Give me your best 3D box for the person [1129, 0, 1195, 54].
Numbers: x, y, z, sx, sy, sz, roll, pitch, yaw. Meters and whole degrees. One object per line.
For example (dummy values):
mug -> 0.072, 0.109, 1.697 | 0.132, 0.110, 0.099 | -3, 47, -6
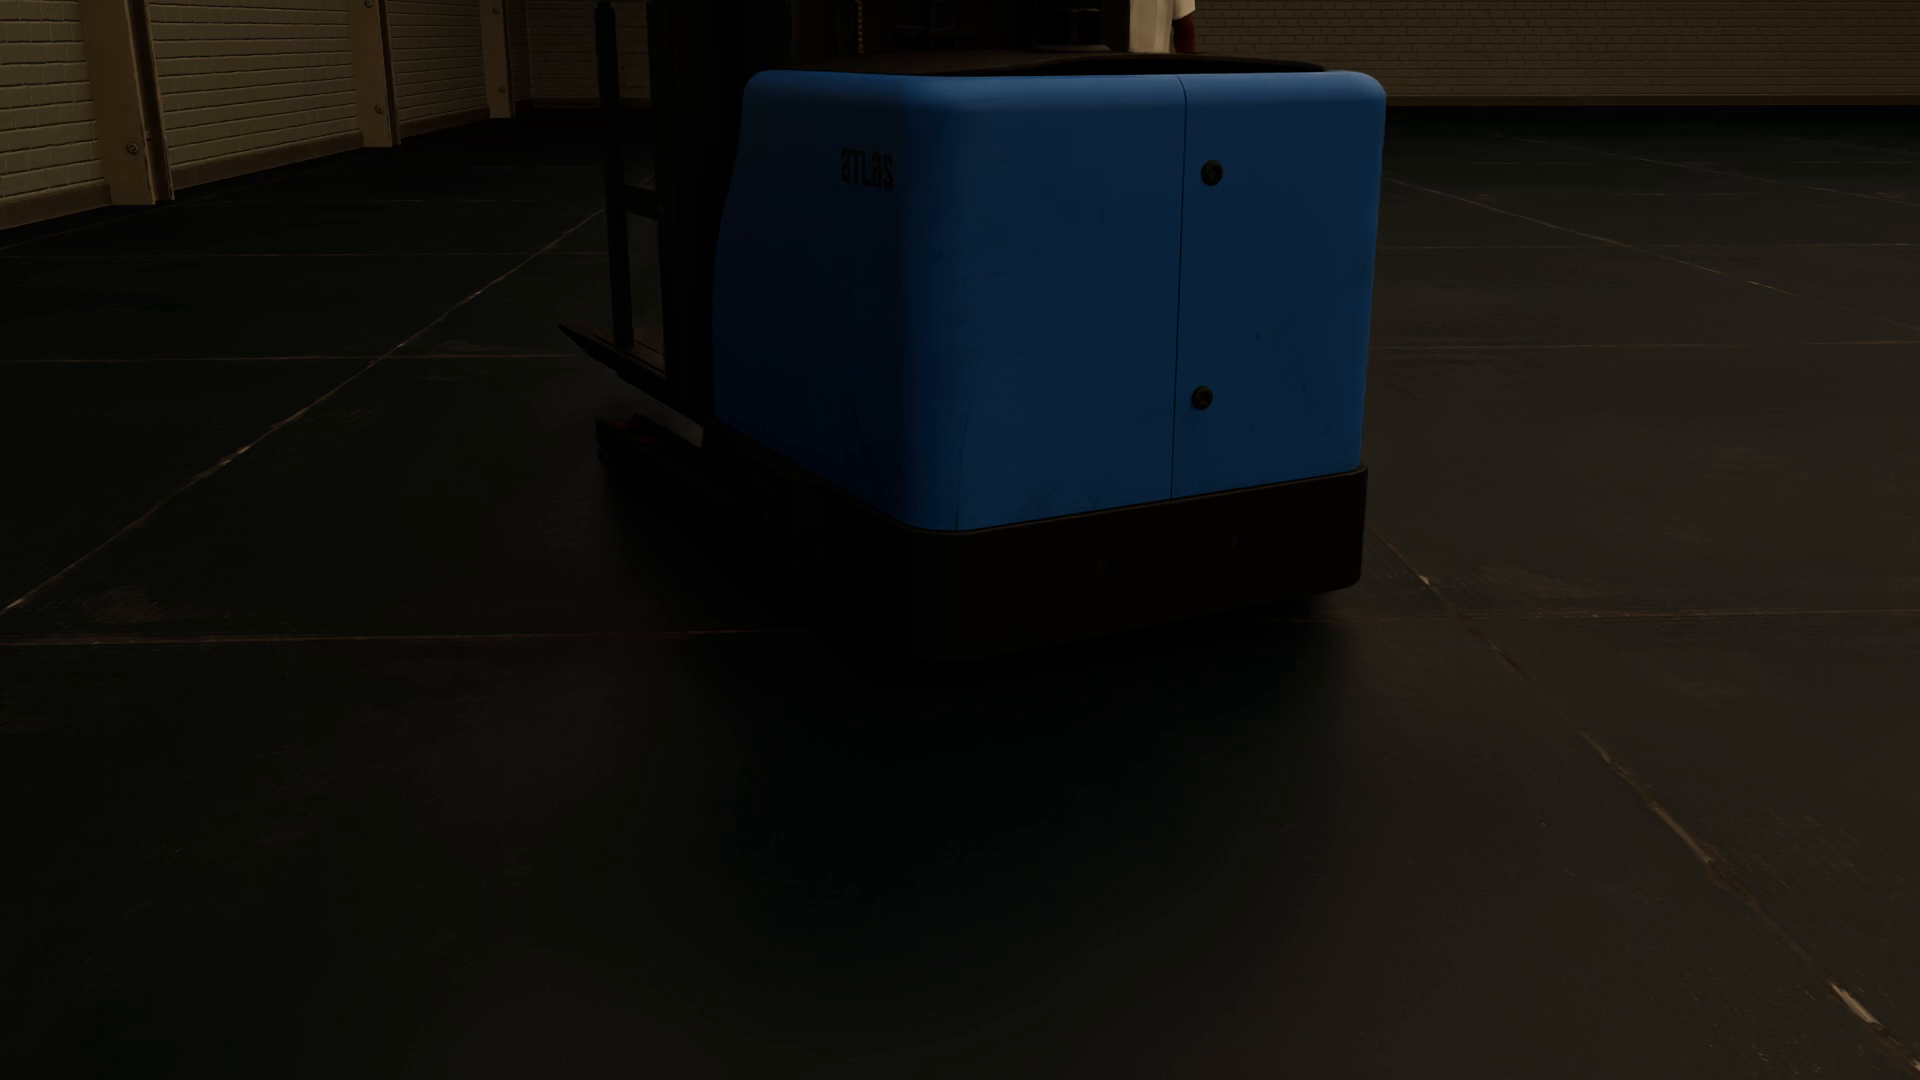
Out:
person -> 0.616, -1.830, 6.856 | 0.666, 1.766, 0.577 | -3, 17, -11

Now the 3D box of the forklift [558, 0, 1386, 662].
forklift -> -0.317, -1.566, 4.027 | 1.130, 2.935, 3.031 | -9, 19, -27
